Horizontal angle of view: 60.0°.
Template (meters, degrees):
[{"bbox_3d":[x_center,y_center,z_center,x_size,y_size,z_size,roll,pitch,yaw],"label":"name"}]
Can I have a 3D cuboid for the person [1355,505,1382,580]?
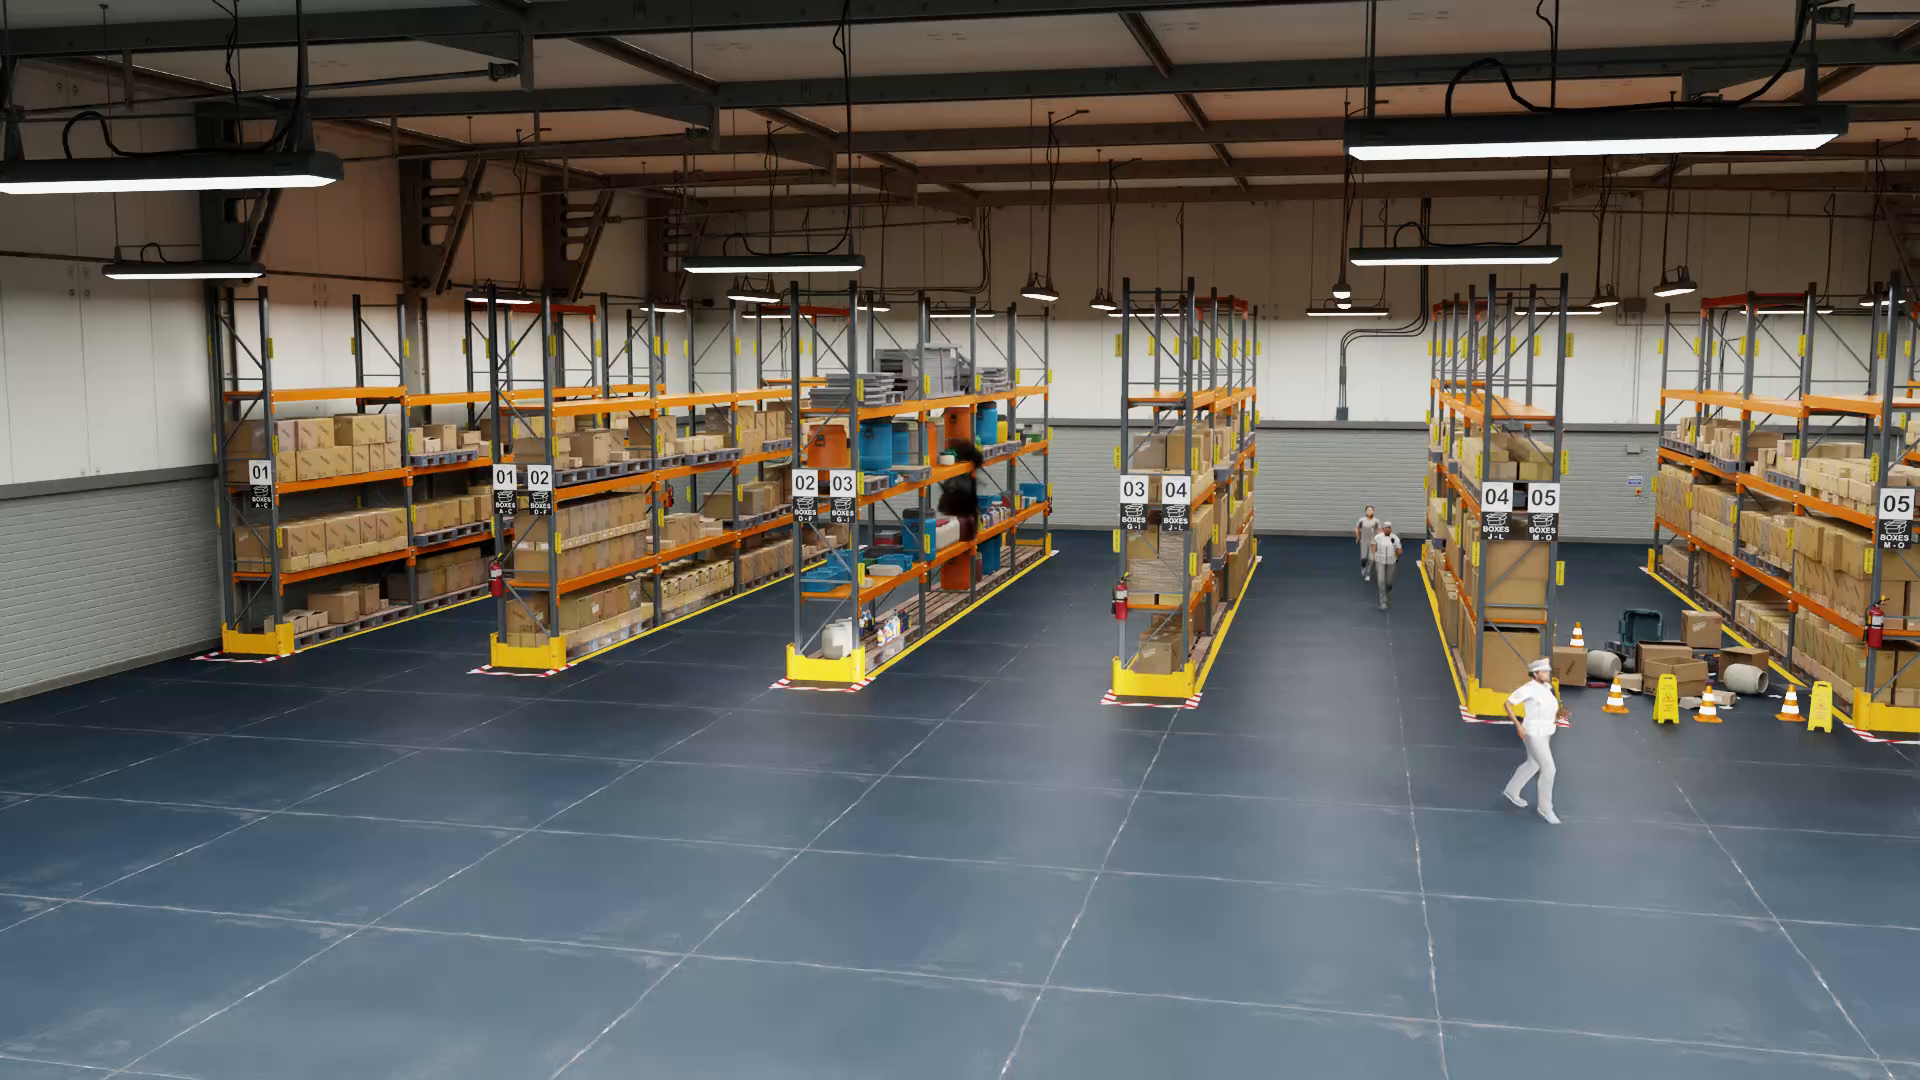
[{"bbox_3d":[8.828,0.066,35.968,0.568,1.627,0.560,2,7,13],"label":"person"}]

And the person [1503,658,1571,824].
[{"bbox_3d":[6.168,2.122,17.823,0.549,1.756,0.778,-6,9,-43],"label":"person"}]

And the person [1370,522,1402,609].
[{"bbox_3d":[8.309,0.469,32.436,0.608,1.673,0.890,1,7,11],"label":"person"}]
